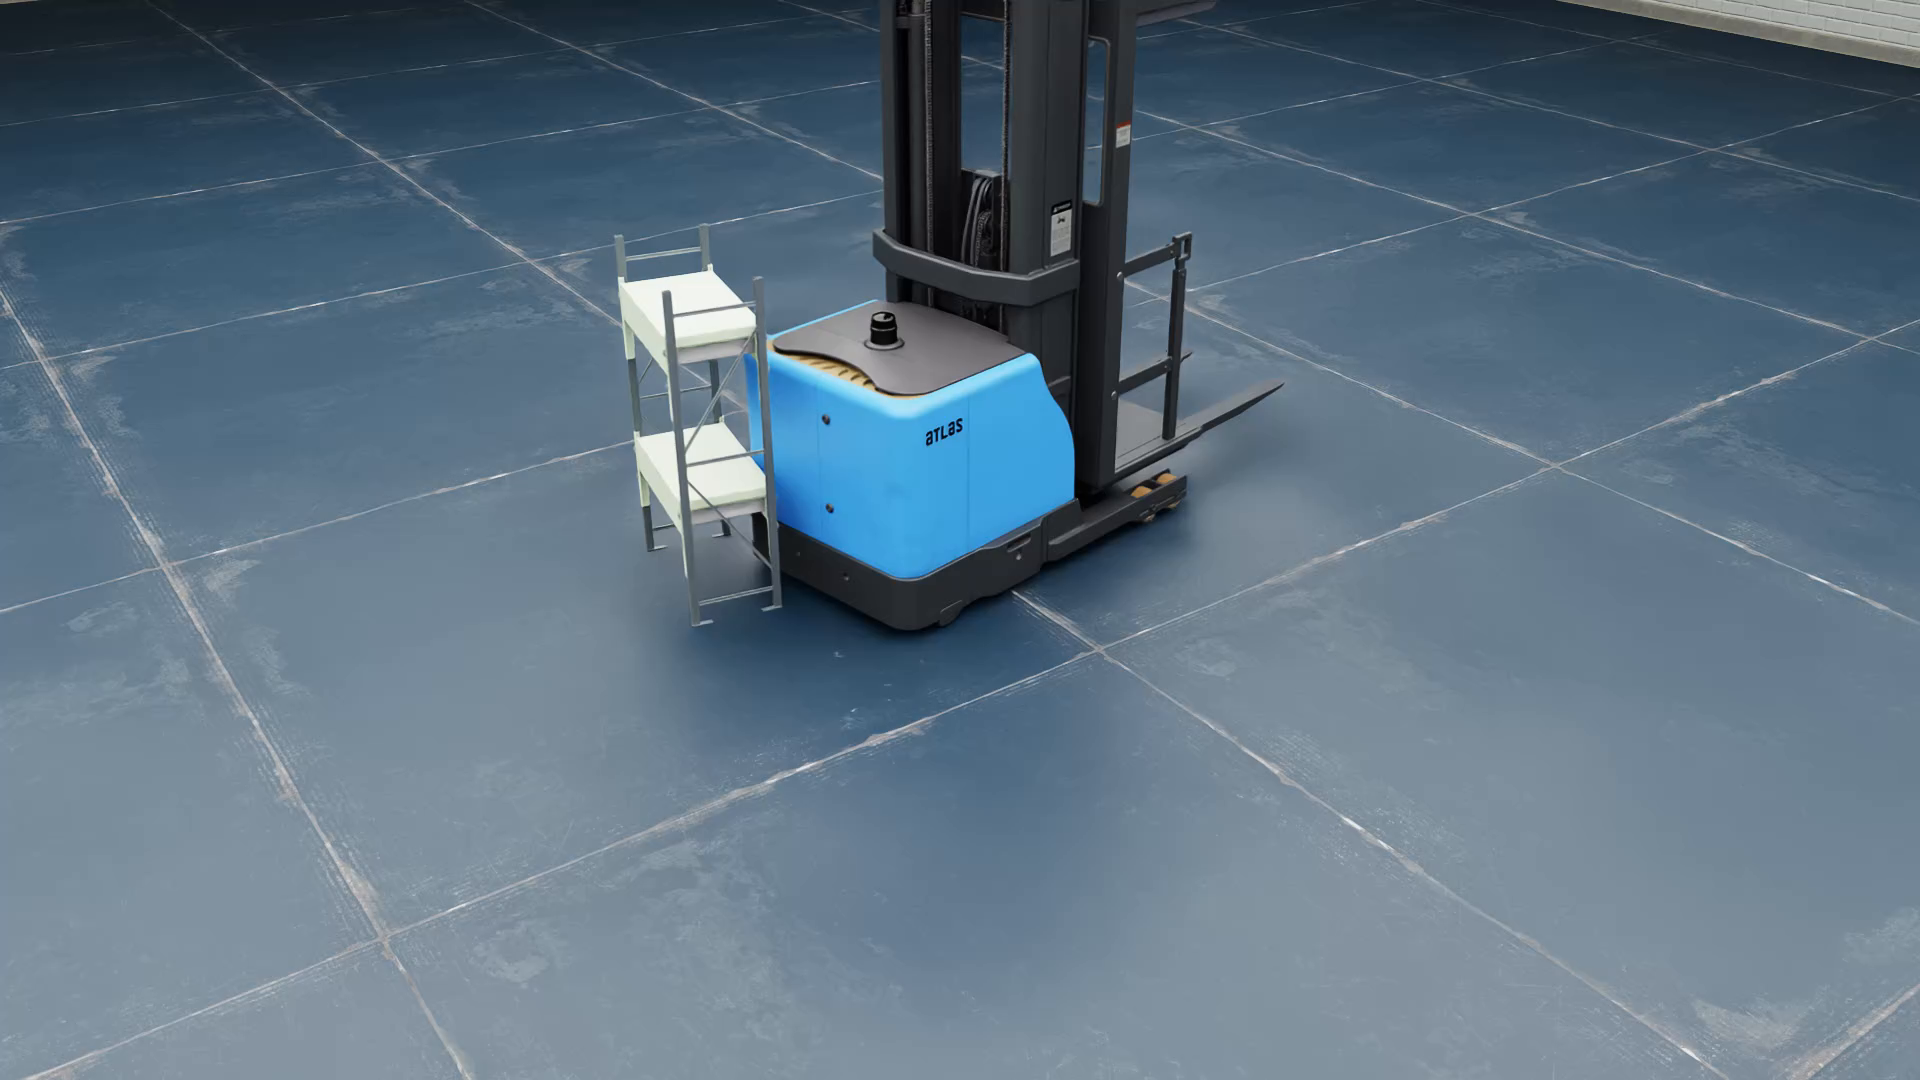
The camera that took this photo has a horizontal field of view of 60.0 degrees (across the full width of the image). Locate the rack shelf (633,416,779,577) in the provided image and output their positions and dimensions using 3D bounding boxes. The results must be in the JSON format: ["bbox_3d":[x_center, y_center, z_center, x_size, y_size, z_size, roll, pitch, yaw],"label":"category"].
[{"bbox_3d":[-1.108,-0.202,7.233,0.431,0.370,0.720,-12,31,-21],"label":"rack shelf"}]

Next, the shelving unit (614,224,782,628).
[{"bbox_3d":[-1.108,-0.488,7.077,0.431,1.500,0.755,-12,31,-21],"label":"shelving unit"}]

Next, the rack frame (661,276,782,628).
[{"bbox_3d":[-0.957,-0.329,6.784,0.400,1.500,0.023,-12,31,-21],"label":"rack frame"}]

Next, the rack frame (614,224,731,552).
[{"bbox_3d":[-1.260,-0.647,7.370,0.400,1.500,0.023,-12,31,-21],"label":"rack frame"}]

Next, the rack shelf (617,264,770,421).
[{"bbox_3d":[-1.108,-0.831,6.891,0.431,0.370,0.720,-12,31,-21],"label":"rack shelf"}]

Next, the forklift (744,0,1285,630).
[{"bbox_3d":[0.449,-1.524,7.485,1.130,2.935,3.031,24,37,37],"label":"forklift"}]
